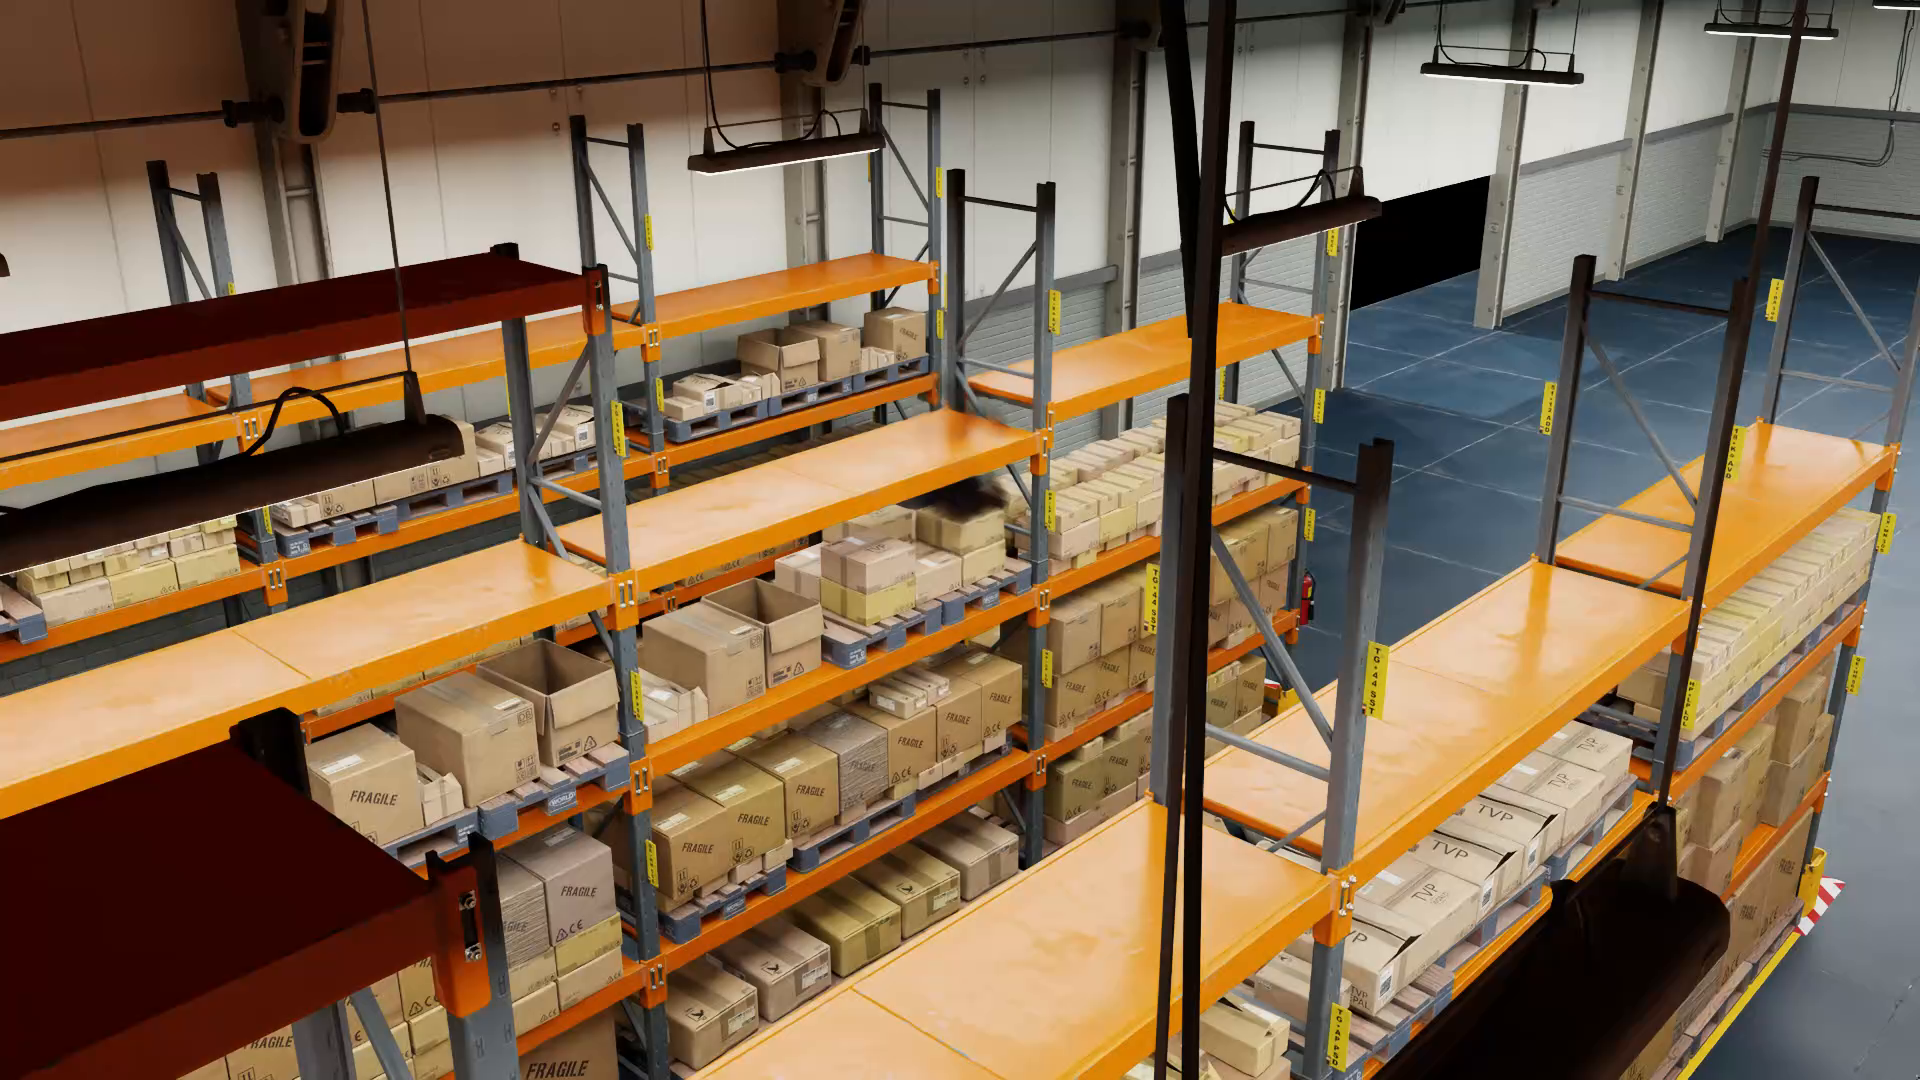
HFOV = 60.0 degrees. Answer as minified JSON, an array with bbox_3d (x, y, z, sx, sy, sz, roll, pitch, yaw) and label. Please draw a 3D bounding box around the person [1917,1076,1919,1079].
[{"bbox_3d":[5.782,3.754,9.834,0.645,1.785,0.977,12,24,27],"label":"person"}]
